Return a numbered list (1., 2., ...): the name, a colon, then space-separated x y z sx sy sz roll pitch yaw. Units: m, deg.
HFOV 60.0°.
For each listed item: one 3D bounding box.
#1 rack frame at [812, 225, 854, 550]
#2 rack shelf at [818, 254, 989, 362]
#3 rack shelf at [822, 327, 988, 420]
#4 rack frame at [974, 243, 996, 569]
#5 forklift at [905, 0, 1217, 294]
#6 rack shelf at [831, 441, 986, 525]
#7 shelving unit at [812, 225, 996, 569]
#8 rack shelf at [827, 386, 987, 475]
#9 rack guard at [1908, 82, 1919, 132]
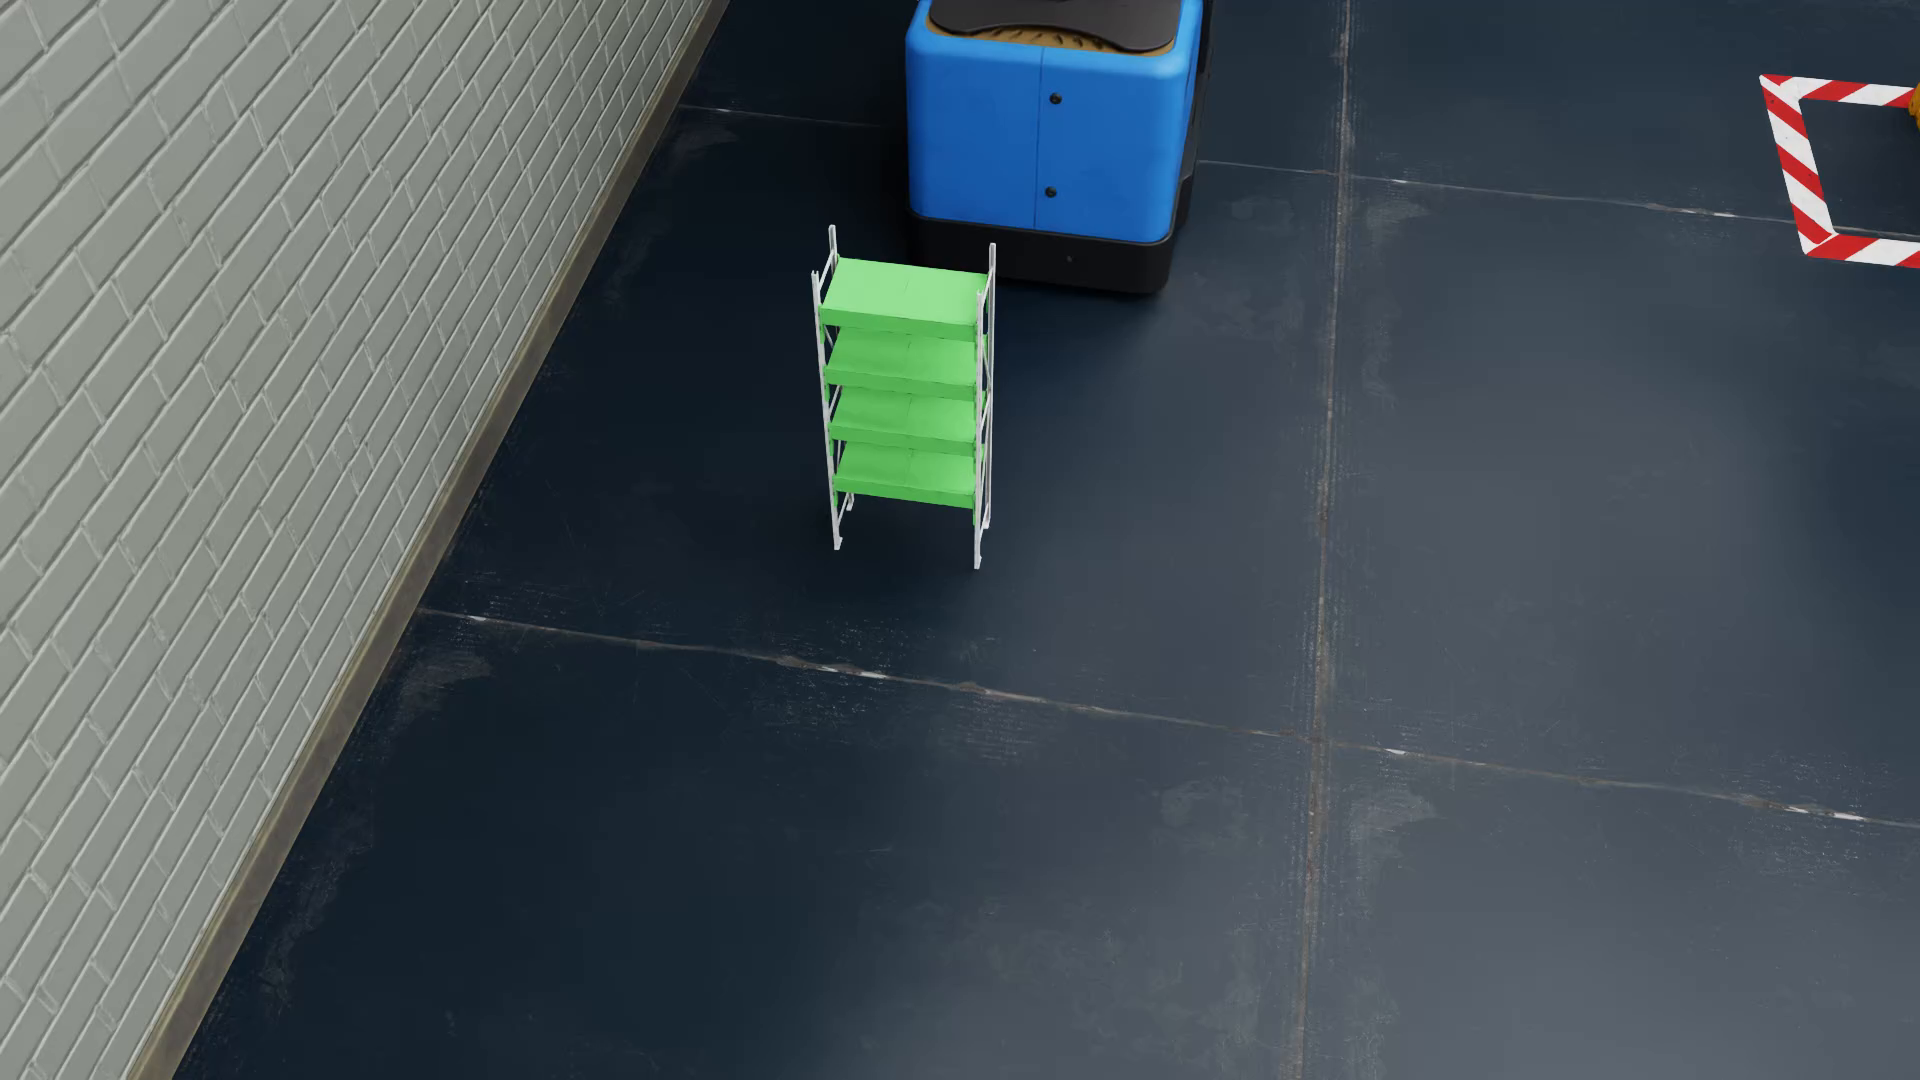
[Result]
1. rack frame: -0.403 -0.455 5.352 0.015 1.200 0.240 8 49 7
2. rack shelf: -0.163 -0.701 5.014 0.480 0.148 0.258 8 49 7
3. rack shelf: -0.163 -0.541 5.192 0.480 0.148 0.258 8 49 7
4. rack frame: 0.077 -0.391 5.294 0.015 1.200 0.240 8 49 7
5. forklift: 0.571 -3.062 6.531 1.130 2.935 3.031 8 49 7
6. rack shelf: -0.163 -0.220 5.549 0.480 0.148 0.258 8 49 7
7. shelving unit: -0.163 -0.423 5.323 0.503 1.200 0.258 8 49 7
8. rack shelf: -0.163 -0.380 5.371 0.480 0.148 0.258 8 49 7
9. rack guard: 4.354 -1.714 6.954 0.348 0.500 1.175 8 49 7
